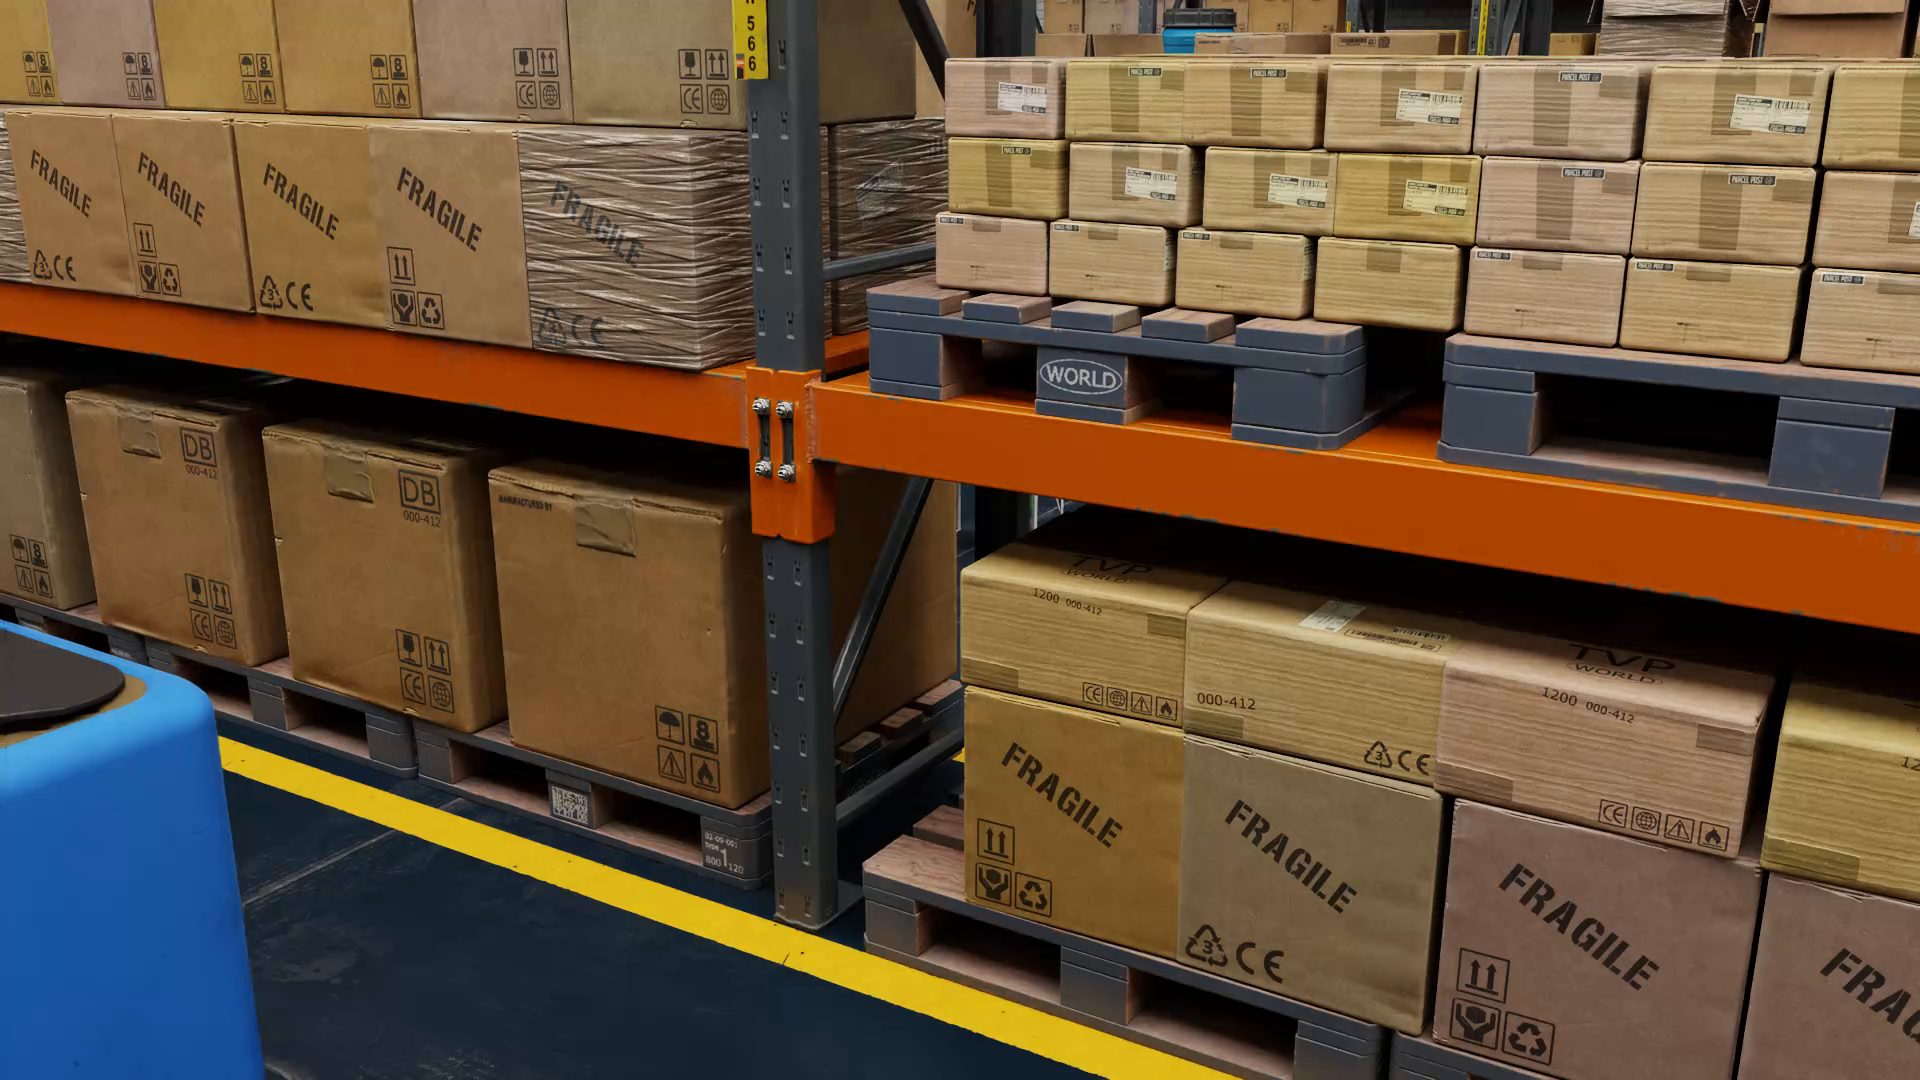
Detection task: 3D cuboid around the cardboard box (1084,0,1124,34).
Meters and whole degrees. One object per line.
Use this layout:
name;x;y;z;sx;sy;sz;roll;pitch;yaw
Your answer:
cardboard box;1.816;-6.041;19.205;0.500;0.500;0.700;10;19;29

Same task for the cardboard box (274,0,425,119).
cardboard box;-1.371;-1.402;4.443;0.500;0.500;0.700;10;19;29

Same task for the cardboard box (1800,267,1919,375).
cardboard box;1.504;-0.372;2.656;0.250;0.149;0.380;9;19;28

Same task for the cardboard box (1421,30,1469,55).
cardboard box;6.362;-6.445;21.870;0.500;0.500;0.500;10;20;30

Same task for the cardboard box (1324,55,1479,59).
cardboard box;0.970;-0.977;3.621;0.250;0.149;0.380;11;20;32

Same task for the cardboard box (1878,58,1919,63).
cardboard box;1.856;-0.818;3.100;0.250;0.149;0.380;11;20;32

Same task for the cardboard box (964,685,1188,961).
cardboard box;0.346;0.515;3.603;0.500;0.500;0.500;9;19;28

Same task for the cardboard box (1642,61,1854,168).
cardboard box;1.290;-0.698;2.705;0.250;0.149;0.380;11;20;32

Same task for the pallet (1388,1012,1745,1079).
pallet;1.577;0.989;3.264;1.213;0.211;1.003;10;20;30

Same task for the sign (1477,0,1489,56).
sign;2.282;-2.244;7.252;0.005;0.325;0.100;10;20;30

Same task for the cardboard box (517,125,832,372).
cardboard box;-0.648;-0.701;3.855;0.500;0.500;0.500;10;20;30

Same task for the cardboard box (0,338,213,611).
cardboard box;-2.956;-0.312;5.894;0.750;0.750;1.050;10;20;30

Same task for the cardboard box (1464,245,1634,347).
cardboard box;1.070;-0.451;2.915;0.250;0.149;0.380;11;20;32

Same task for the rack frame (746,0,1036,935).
rack frame;-0.123;-0.651;3.863;0.127;3.000;1.000;10;20;30

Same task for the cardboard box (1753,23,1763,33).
cardboard box;9.744;-6.203;20.097;0.250;0.149;0.380;7;18;21

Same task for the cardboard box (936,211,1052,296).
cardboard box;0.152;-0.613;3.450;0.250;0.149;0.380;10;19;29

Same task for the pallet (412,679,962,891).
pallet;-0.756;0.545;4.724;1.213;0.211;1.003;10;20;30

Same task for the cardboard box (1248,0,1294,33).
cardboard box;3.525;-5.736;18.200;0.500;0.500;0.700;10;20;30

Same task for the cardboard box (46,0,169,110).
cardboard box;-2.236;-1.557;4.953;0.500;0.500;0.700;10;20;31

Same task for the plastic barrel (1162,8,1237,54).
plastic barrel;1.913;-3.805;13.384;0.708;0.901;0.600;10;20;30

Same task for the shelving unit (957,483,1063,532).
shelving unit;0.141;-0.549;6.624;0.503;1.200;0.258;10;20;30

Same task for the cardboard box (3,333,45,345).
cardboard box;-4.031;-0.556;6.485;0.875;0.875;0.875;10;20;31

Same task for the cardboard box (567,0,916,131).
cardboard box;-0.501;-1.248;3.936;0.500;0.500;0.700;10;20;30

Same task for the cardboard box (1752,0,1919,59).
cardboard box;3.727;-2.177;6.988;0.637;0.503;0.797;11;20;31

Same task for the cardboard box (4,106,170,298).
cardboard box;-2.369;-1.007;4.864;0.500;0.500;0.500;10;20;30

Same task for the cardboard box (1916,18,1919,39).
cardboard box;11.046;-5.888;19.096;0.500;0.250;0.500;10;19;29

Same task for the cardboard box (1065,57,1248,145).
cardboard box;0.399;-0.858;3.230;0.250;0.149;0.380;10;19;29

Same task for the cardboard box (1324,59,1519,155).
cardboard box;0.831;-0.779;2.970;0.250;0.149;0.380;9;19;28

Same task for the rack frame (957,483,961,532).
rack frame;-0.067;-0.586;6.746;0.015;1.200;0.240;10;20;30

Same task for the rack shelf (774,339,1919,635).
rack shelf;1.581;-0.002;2.966;4.000;0.370;1.077;10;20;30

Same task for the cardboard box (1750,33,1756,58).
cardboard box;9.439;-5.950;20.379;0.500;0.500;0.700;8;19;25

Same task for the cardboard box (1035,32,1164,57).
cardboard box;0.675;-2.482;8.990;0.637;0.503;0.797;13;21;36

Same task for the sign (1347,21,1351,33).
sign;4.048;-5.240;17.344;0.005;0.325;0.100;10;20;30

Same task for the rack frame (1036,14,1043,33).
rack frame;0.929;-5.534;19.937;0.127;3.000;1.000;10;20;30

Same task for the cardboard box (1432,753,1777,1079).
cardboard box;1.216;0.668;3.101;0.500;0.500;0.500;10;19;29

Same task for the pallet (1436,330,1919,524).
pallet;1.585;-0.268;2.933;1.213;0.211;1.003;10;20;30

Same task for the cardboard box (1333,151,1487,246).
cardboard box;0.860;-0.632;2.998;0.250;0.149;0.380;10;20;30

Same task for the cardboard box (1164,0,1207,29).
cardboard box;2.673;-5.889;18.702;0.500;0.500;0.700;10;20;30

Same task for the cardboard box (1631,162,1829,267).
cardboard box;1.281;-0.555;2.745;0.250;0.149;0.380;10;20;30

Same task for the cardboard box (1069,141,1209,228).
cardboard box;0.416;-0.710;3.255;0.250;0.149;0.380;11;20;33

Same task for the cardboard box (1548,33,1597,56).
cardboard box;7.815;-6.238;21.328;0.500;0.500;0.700;13;21;36

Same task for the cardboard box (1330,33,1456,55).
cardboard box;2.077;-2.185;8.018;0.500;0.500;0.500;8;18;23

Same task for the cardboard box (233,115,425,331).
cardboard box;-1.498;-0.853;4.356;0.500;0.500;0.500;10;19;29

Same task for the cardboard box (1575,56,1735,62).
cardboard box;1.402;-0.899;3.365;0.250;0.149;0.380;10;20;30

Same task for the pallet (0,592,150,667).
pallet;-2.835;0.174;5.946;1.213;0.211;1.003;10;20;30

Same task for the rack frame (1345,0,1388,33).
rack frame;4.337;-4.925;17.934;0.127;3.000;1.000;10;20;30

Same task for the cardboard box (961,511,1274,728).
cardboard box;0.337;0.150;3.513;0.500;0.250;0.500;9;19;28

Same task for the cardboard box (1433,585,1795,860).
cardboard box;1.185;0.306;3.001;0.500;0.250;0.500;10;20;30

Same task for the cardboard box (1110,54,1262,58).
cardboard box;0.534;-1.055;3.880;0.250;0.149;0.380;9;19;28

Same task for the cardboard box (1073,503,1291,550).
cardboard box;0.596;0.025;3.927;0.500;0.250;0.500;10;19;29

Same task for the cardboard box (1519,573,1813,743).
cardboard box;1.457;0.180;3.416;0.500;0.250;0.500;11;20;31

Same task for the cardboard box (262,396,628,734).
cardboard box;-1.342;-0.022;4.942;0.750;0.750;1.050;10;20;31

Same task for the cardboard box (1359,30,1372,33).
cardboard box;5.510;-6.598;22.376;0.500;0.500;0.500;9;19;28

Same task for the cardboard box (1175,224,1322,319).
cardboard box;0.611;-0.532;3.180;0.250;0.149;0.380;11;20;33
